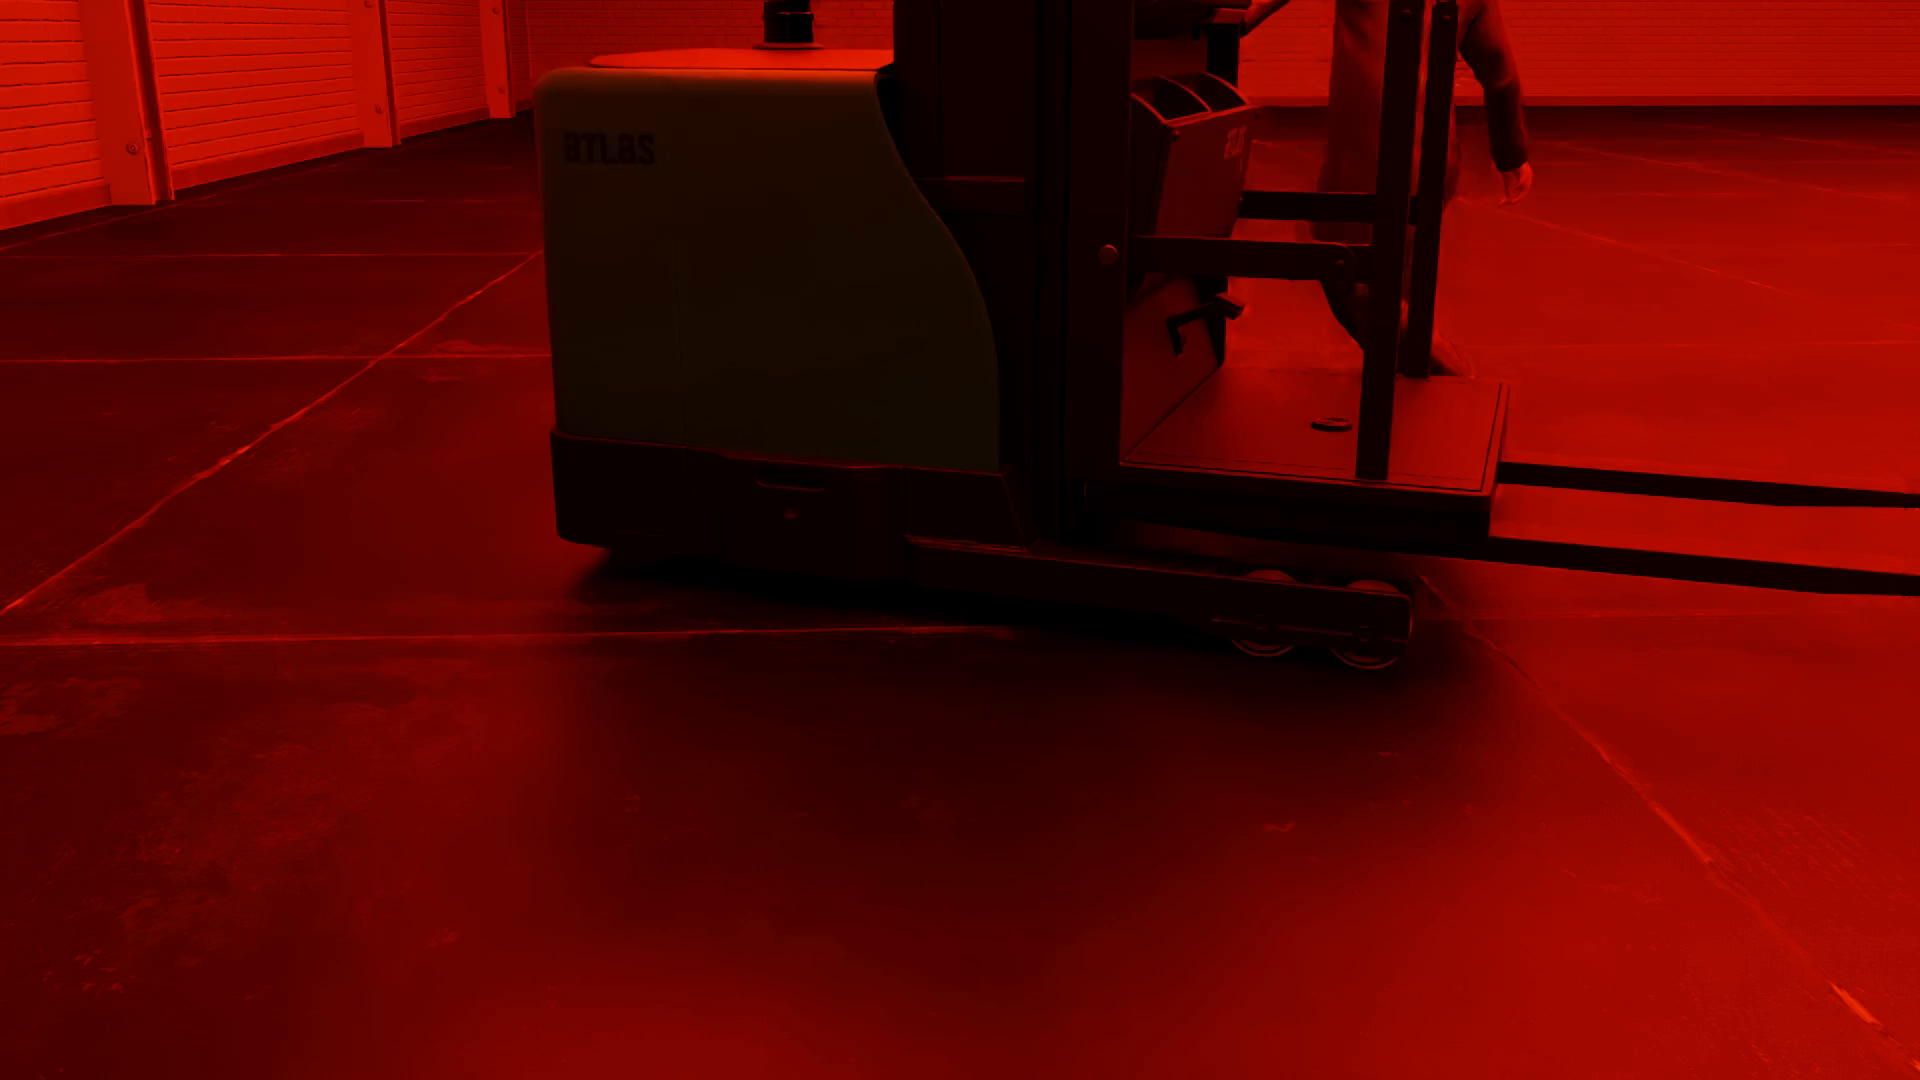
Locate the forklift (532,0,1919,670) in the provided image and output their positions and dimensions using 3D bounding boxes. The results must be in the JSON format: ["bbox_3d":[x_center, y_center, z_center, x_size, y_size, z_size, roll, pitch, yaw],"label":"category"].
[{"bbox_3d":[0.670,-1.333,3.265,3.031,2.935,1.130,6,18,18],"label":"forklift"}]

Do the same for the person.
[{"bbox_3d":[1.224,-1.129,5.045,1.255,1.681,0.689,-8,19,-23],"label":"person"}]
